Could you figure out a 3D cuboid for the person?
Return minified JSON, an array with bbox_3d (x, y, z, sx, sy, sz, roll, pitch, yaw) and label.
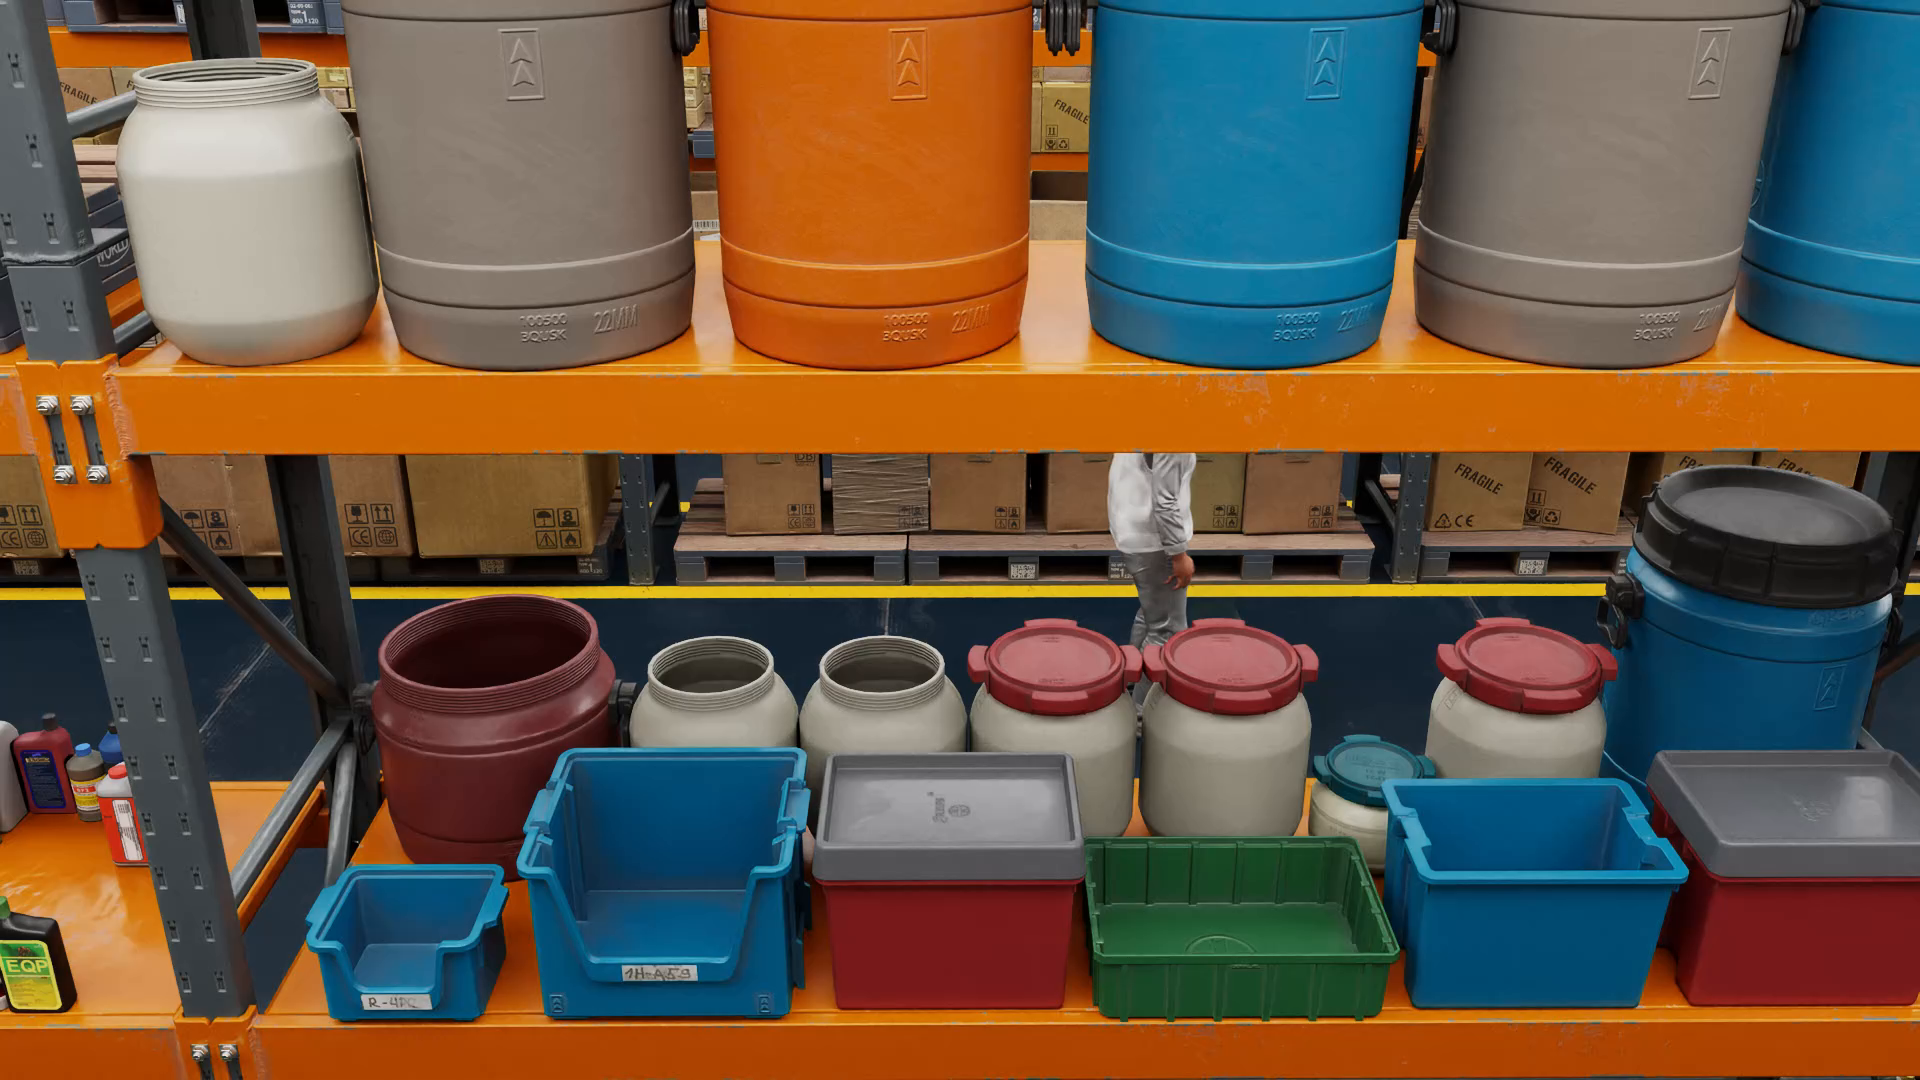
[{"bbox_3d":[0.862,-0.026,7.126,0.459,1.772,0.590,-1,24,-3],"label":"person"}]
